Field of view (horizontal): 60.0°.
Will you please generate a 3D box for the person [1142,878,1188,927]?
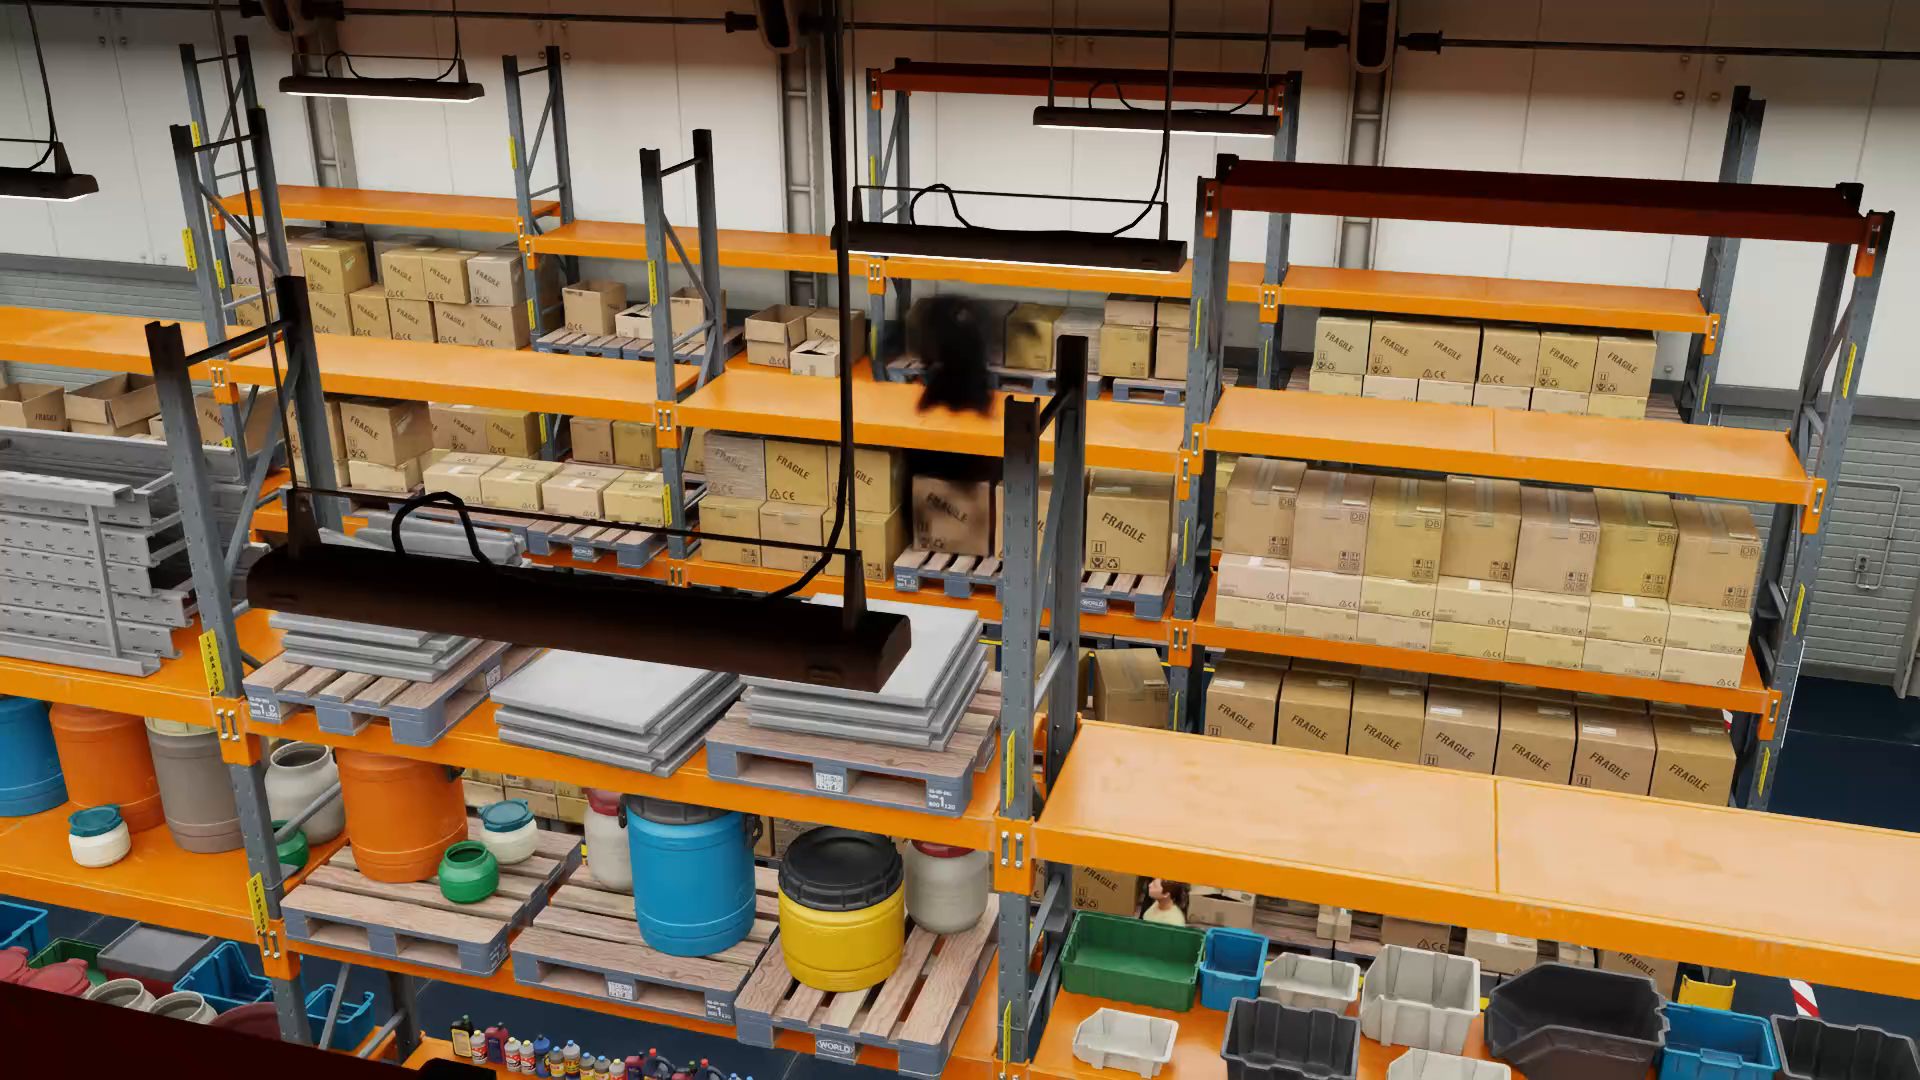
[{"bbox_3d":[1.477,2.974,11.534,0.687,1.616,0.578,0,23,0],"label":"person"}]
